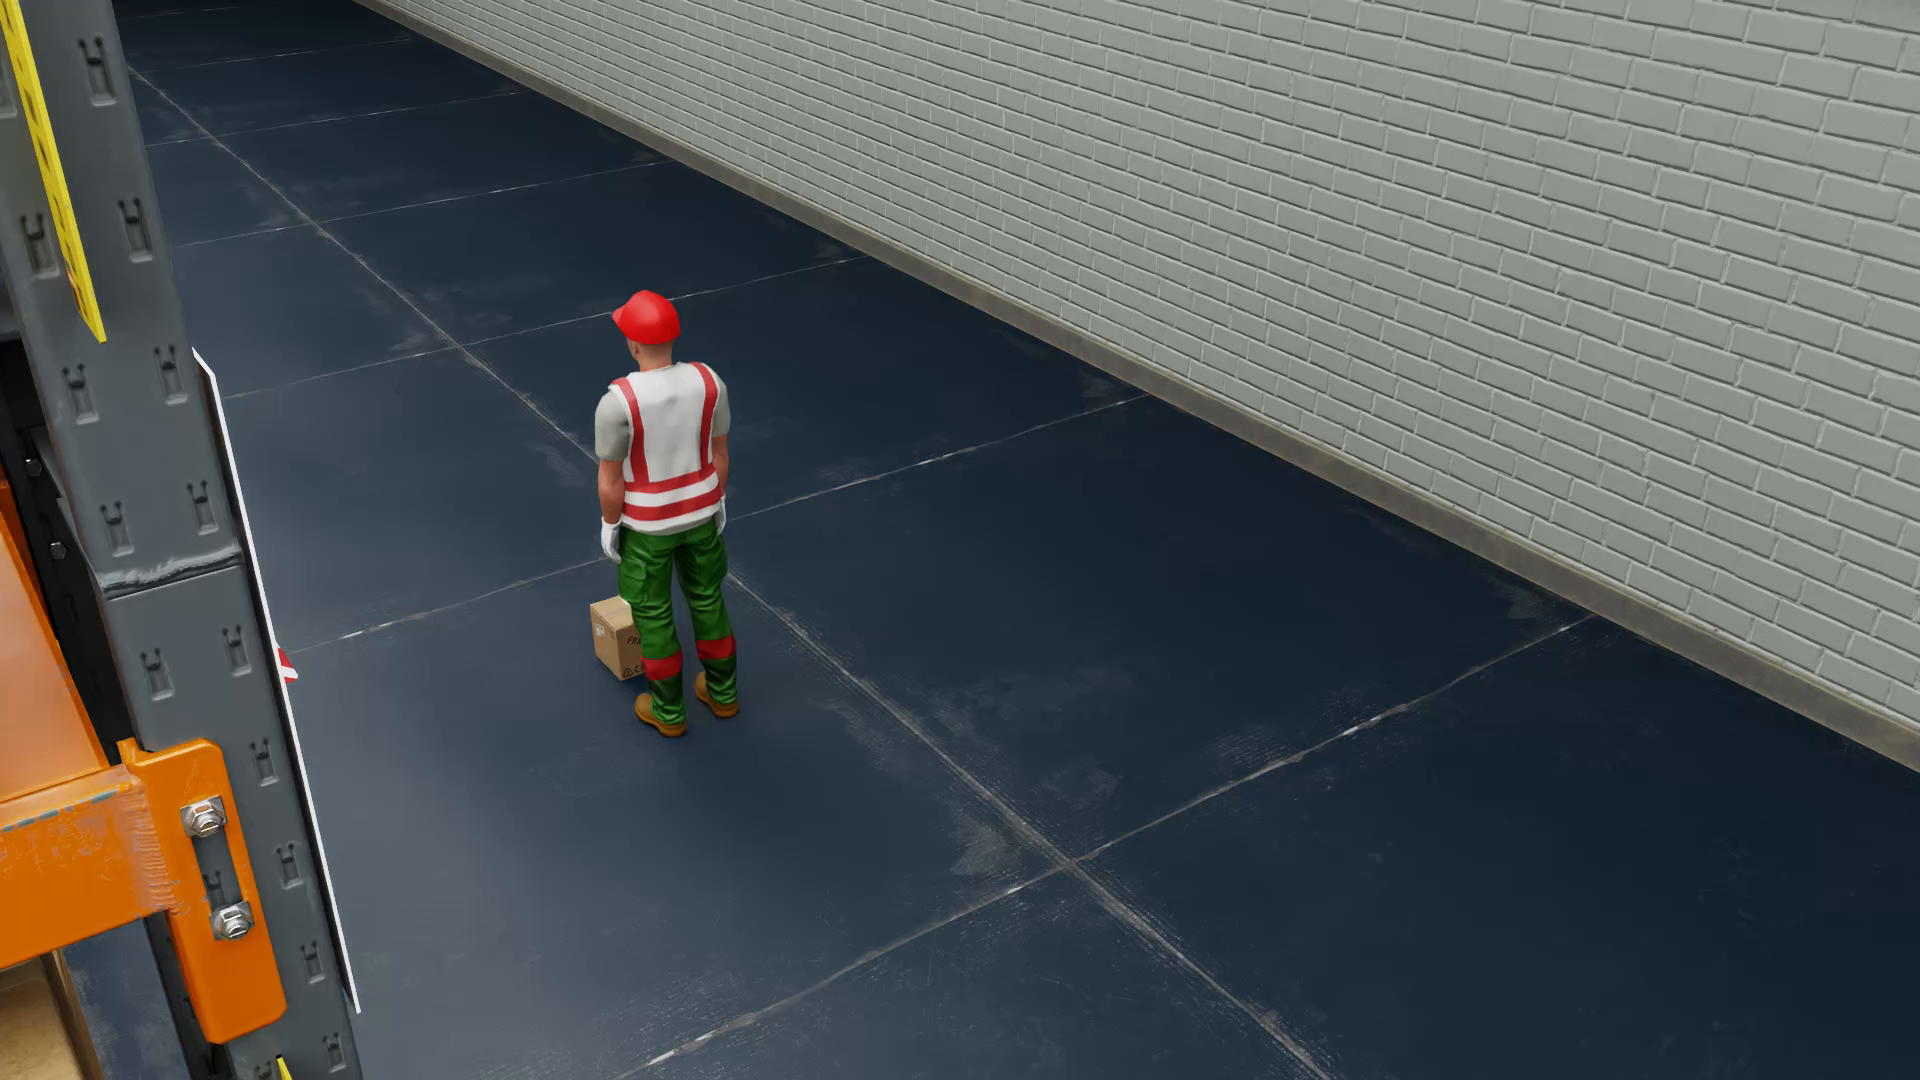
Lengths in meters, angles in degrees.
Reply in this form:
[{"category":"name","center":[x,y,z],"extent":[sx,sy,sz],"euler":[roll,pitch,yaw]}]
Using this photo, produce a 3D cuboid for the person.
[{"category":"person","center":[-1.104,-0.088,6.263],"extent":[0.524,1.786,0.337],"euler":[-18,33,-29]}]
